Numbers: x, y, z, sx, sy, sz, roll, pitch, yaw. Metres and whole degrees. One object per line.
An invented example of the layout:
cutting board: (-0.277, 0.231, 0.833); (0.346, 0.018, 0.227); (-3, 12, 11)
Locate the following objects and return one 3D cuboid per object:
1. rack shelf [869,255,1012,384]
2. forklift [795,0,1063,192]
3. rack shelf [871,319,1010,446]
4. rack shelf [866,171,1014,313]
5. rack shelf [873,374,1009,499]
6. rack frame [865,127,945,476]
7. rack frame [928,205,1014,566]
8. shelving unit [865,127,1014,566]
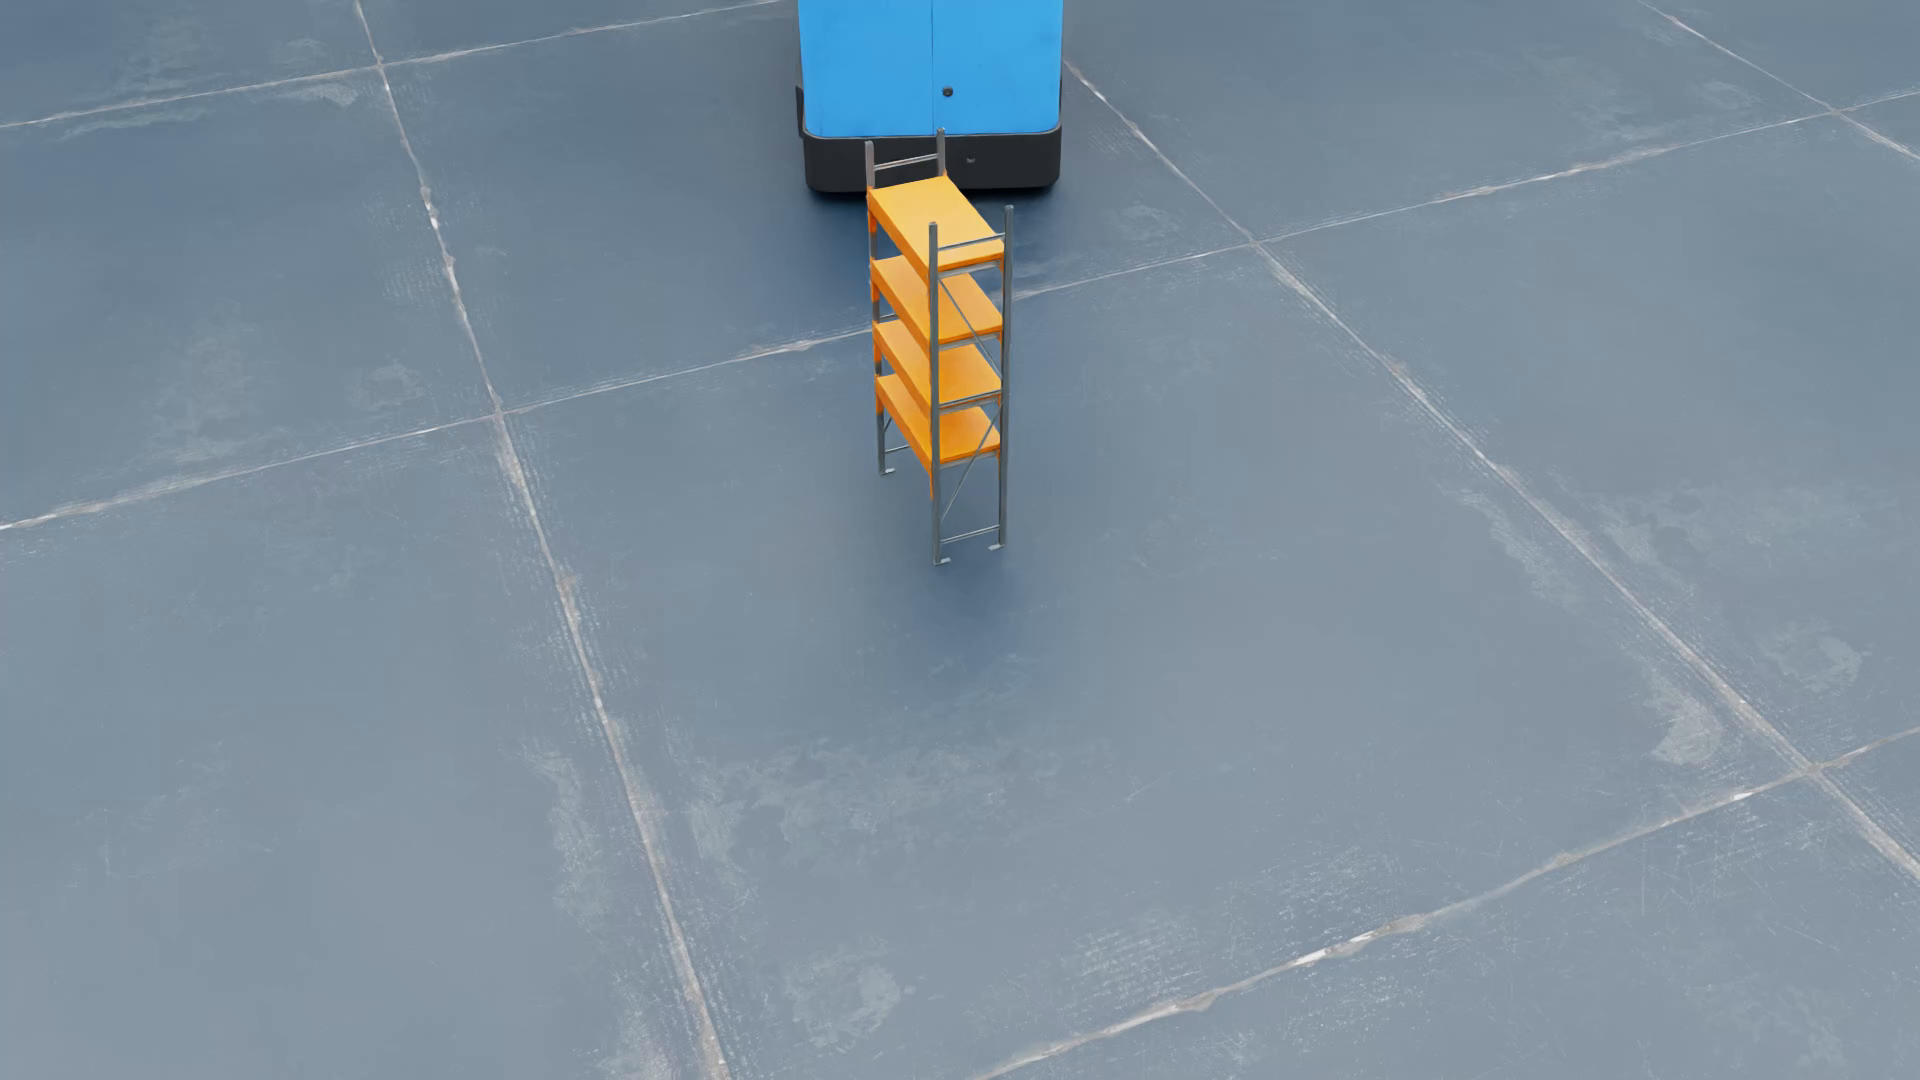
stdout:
rack shelf: (-0.063, -0.673, 4.873); (0.258, 0.148, 0.480); (-15, 43, -17)
forklift: (-0.181, -3.475, 7.044); (1.130, 2.935, 3.031); (-2, 41, -2)
rack shelf: (-0.063, -0.504, 5.019); (0.258, 0.148, 0.480); (-15, 43, -17)
rack shelf: (-0.063, -0.853, 4.719); (0.258, 0.148, 0.480); (-15, 43, -17)
rack shelf: (-0.063, -0.353, 5.148); (0.258, 0.148, 0.480); (-15, 43, -17)
rack frame: (-0.157, -0.702, 5.146); (0.240, 1.200, 0.015); (-15, 43, -17)
rack frame: (0.030, -0.408, 4.804); (0.240, 1.200, 0.015); (-15, 43, -17)
shelving unit: (-0.063, -0.555, 4.975); (0.258, 1.200, 0.503); (-15, 43, -17)
